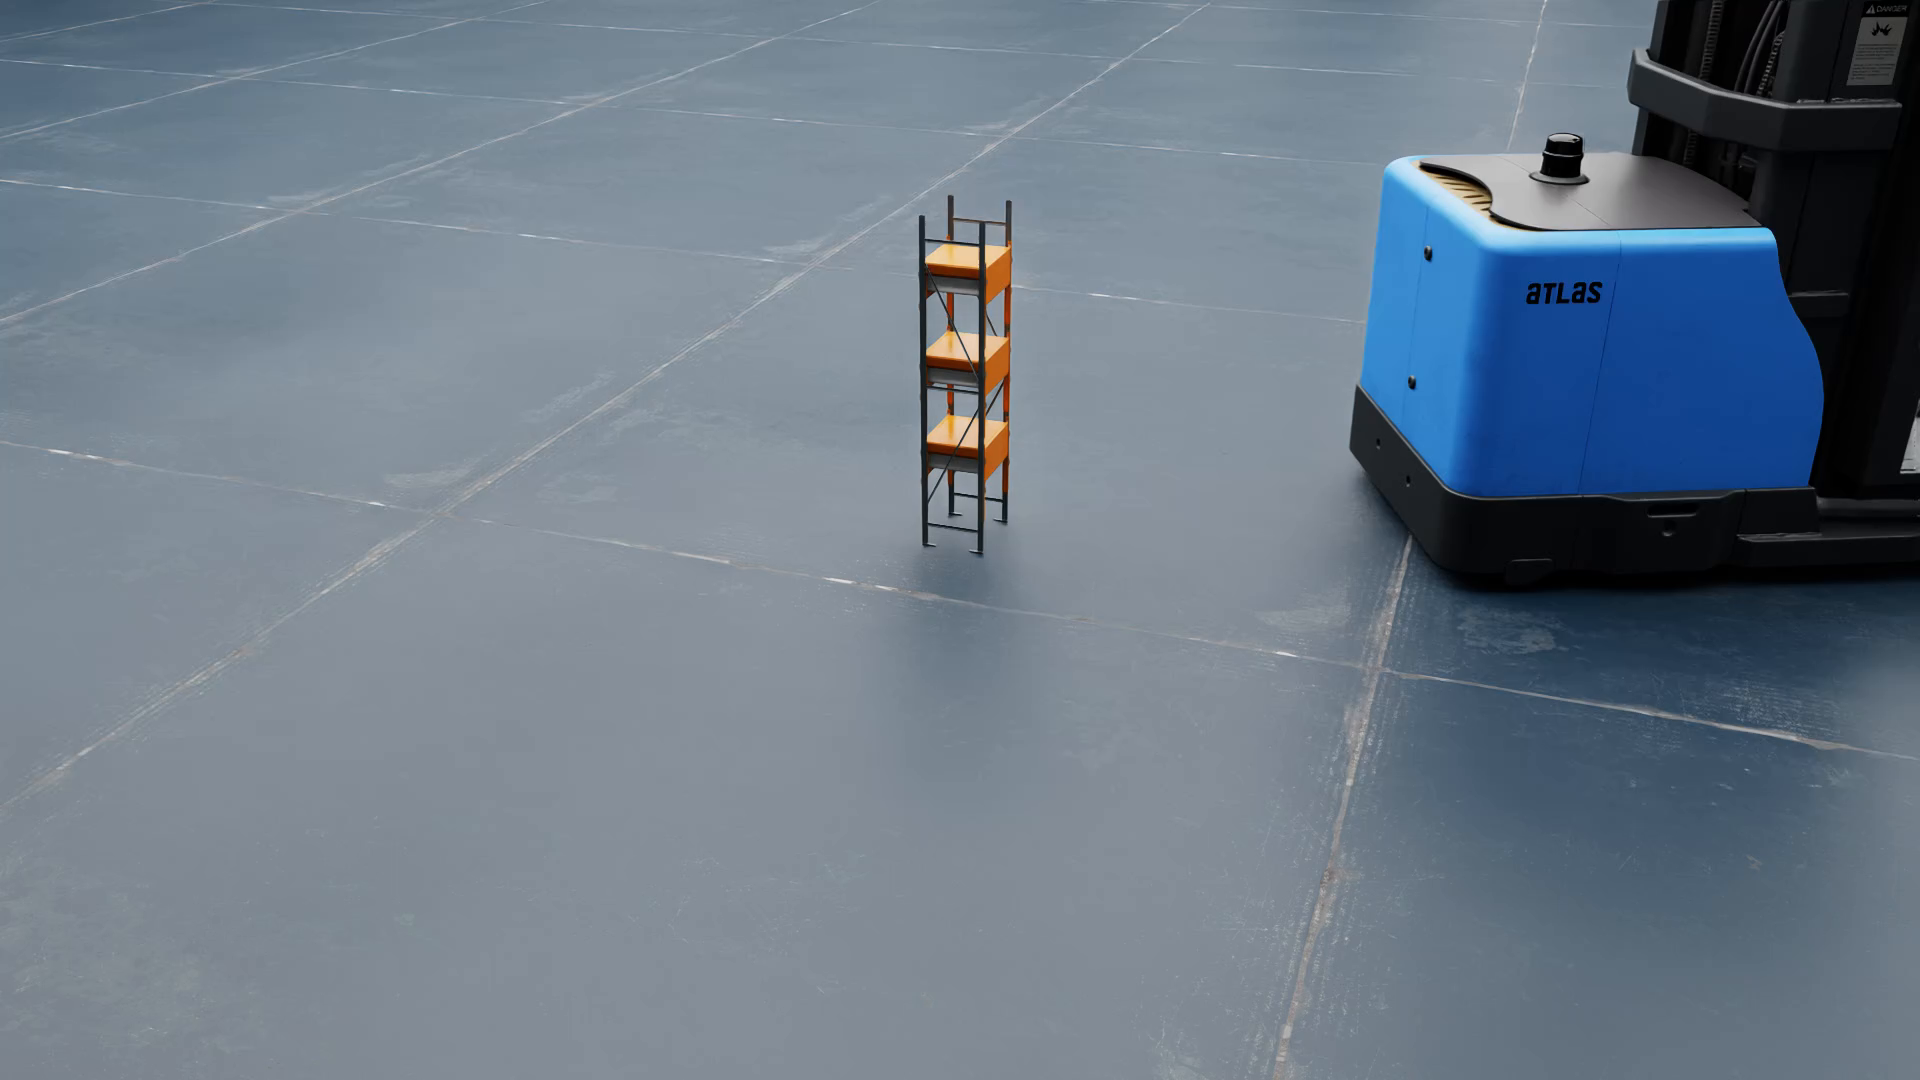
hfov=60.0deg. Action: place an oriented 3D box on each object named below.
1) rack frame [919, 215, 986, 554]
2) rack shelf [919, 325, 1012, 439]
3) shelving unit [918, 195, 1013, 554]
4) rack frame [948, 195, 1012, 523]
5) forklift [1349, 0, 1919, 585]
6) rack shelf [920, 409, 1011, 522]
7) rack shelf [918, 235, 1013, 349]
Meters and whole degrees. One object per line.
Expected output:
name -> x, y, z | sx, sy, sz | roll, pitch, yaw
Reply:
rack frame -> -0.023, -0.444, 4.963 | 0.200, 1.050, 0.008 | 9, 27, 17
rack shelf -> 0.018, -0.485, 5.071 | 0.215, 0.259, 0.240 | 9, 27, 17
shelving unit -> 0.018, -0.495, 5.067 | 0.215, 1.050, 0.252 | 9, 27, 17
rack frame -> 0.058, -0.545, 5.170 | 0.200, 1.050, 0.008 | 9, 27, 17
forklift -> 2.886, -1.432, 4.845 | 3.031, 2.935, 1.130 | -2, 26, -4
rack shelf -> 0.018, -0.235, 5.192 | 0.215, 0.259, 0.240 | 9, 27, 17
rack shelf -> 0.018, -0.740, 4.948 | 0.215, 0.259, 0.240 | 9, 27, 17
